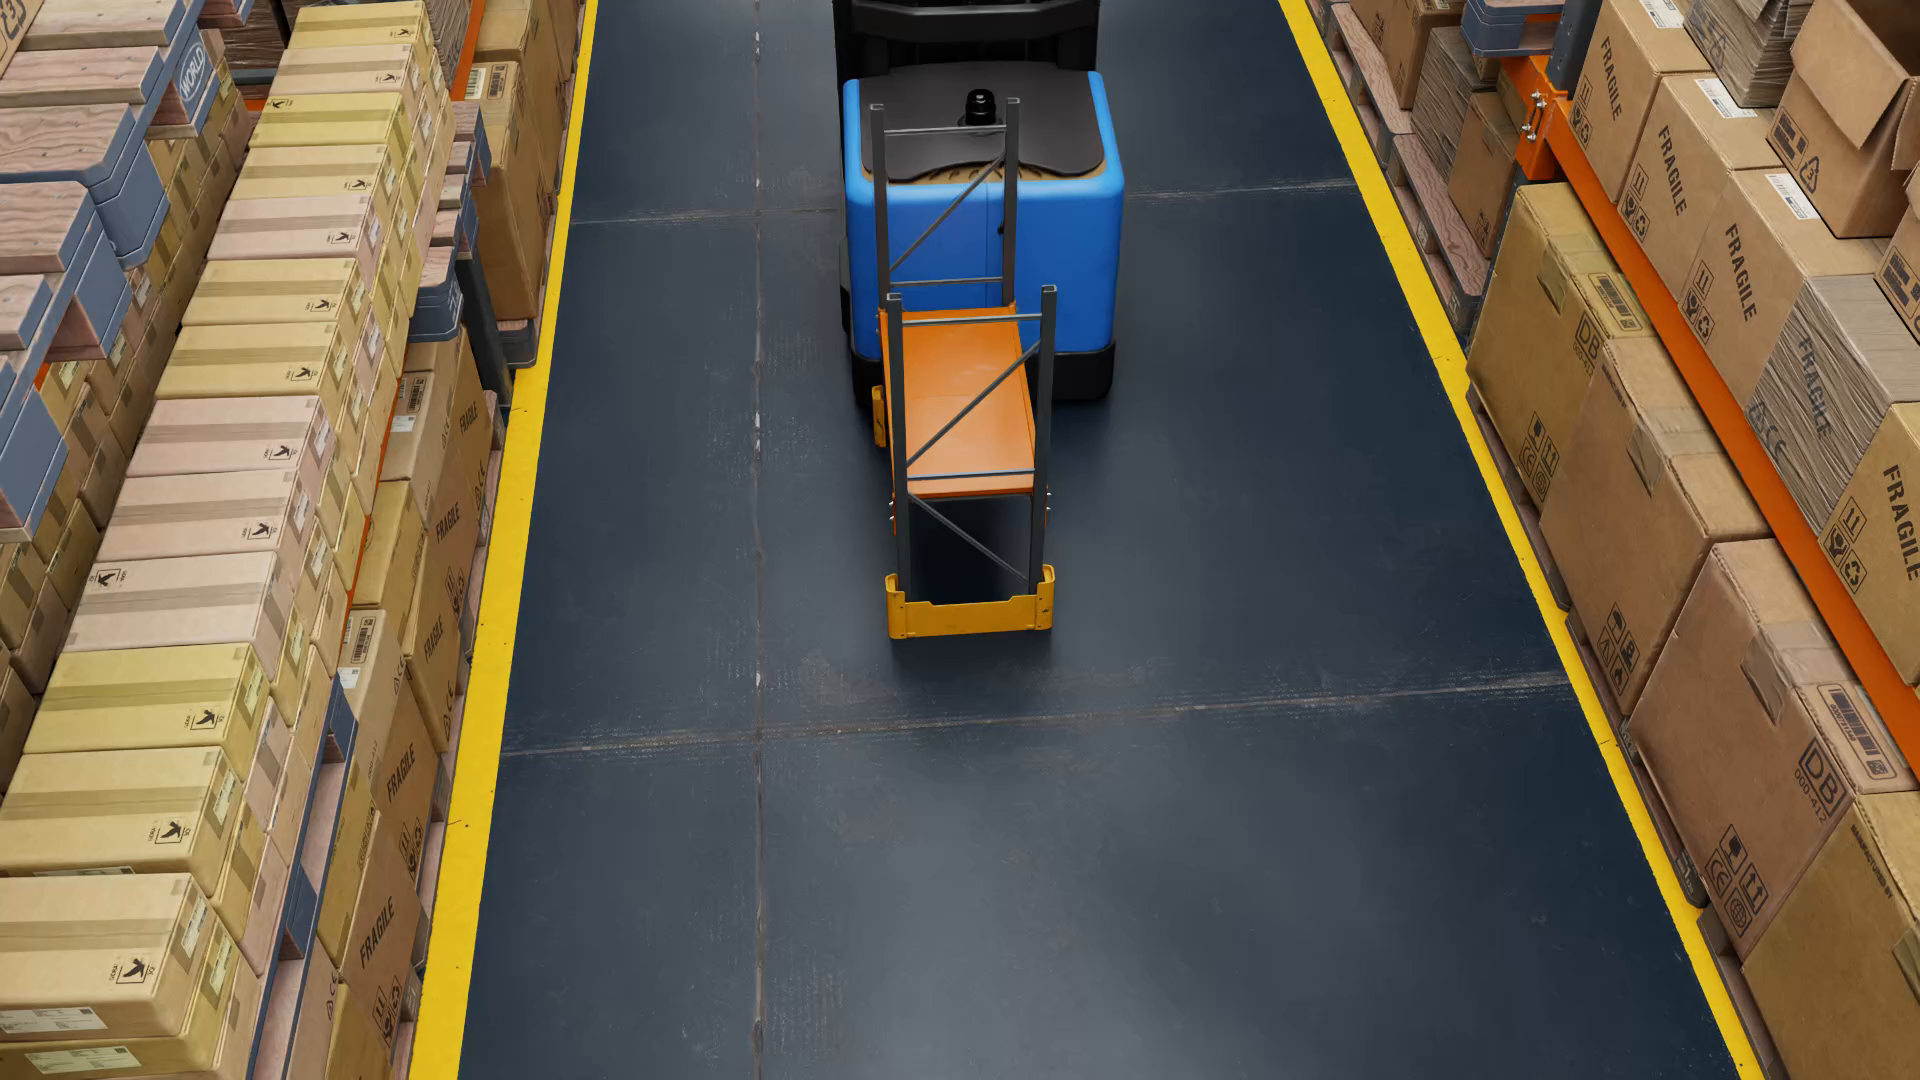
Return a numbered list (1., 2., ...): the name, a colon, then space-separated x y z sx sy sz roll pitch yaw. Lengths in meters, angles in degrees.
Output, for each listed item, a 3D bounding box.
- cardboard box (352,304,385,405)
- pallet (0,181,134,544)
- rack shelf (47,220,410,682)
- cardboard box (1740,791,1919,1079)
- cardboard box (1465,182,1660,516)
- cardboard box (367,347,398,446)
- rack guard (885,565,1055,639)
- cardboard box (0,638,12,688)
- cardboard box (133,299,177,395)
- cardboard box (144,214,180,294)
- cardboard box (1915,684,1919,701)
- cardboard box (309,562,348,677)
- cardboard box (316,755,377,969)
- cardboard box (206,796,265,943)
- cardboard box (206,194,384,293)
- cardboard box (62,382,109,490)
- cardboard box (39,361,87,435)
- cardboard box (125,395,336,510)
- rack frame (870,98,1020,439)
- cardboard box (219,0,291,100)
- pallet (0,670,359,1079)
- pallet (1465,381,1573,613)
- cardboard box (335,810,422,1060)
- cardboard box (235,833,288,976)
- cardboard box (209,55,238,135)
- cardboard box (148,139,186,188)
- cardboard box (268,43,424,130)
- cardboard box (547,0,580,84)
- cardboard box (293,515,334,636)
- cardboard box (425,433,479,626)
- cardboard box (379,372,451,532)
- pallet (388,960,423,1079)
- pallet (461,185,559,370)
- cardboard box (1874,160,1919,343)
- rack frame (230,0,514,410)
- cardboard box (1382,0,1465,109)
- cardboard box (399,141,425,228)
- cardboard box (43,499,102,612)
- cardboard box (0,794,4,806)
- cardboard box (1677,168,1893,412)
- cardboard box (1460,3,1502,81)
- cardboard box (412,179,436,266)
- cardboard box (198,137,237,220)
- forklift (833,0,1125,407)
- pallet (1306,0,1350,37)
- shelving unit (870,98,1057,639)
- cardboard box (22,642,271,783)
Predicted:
1. cardboard box: -1.722 -0.475 4.313 0.380 0.149 0.250 -2 47 -2
2. pallet: -1.938 -0.103 2.345 1.213 0.211 1.003 -3 47 -3
3. rack shelf: -2.160 0.117 4.569 1.077 0.370 4.000 -3 47 -3
4. cardboard box: 2.885 1.213 4.210 1.225 0.875 0.875 -3 47 -3
5. cardboard box: 2.661 -0.719 6.039 1.225 0.875 0.875 -5 47 -5
6. cardboard box: -1.726 -0.378 4.426 0.380 0.149 0.250 -2 47 -2
7. rack guard: 0.035 0.219 5.870 0.587 0.250 0.087 -3 47 -3
8. cardboard box: -2.291 0.313 3.567 0.380 0.149 0.250 -5 47 -5
9. cardboard box: -2.397 -0.523 4.563 0.380 0.149 0.250 -2 47 -2
10. cardboard box: -2.415 -0.804 4.625 0.380 0.149 0.250 -3 47 -3
11. cardboard box: 2.613 0.374 3.761 0.500 0.500 0.500 -2 47 -2
12. cardboard box: -1.655 0.198 3.880 0.380 0.149 0.250 -5 47 -5
13. cardboard box: -1.838 0.838 4.306 0.500 0.250 0.500 -2 47 -2
14. cardboard box: -1.591 0.656 3.242 0.380 0.149 0.250 -4 47 -4
15. cardboard box: -1.748 -0.774 4.391 0.380 0.149 0.250 -3 47 -3
16. cardboard box: -2.351 -0.249 4.099 0.380 0.149 0.250 -2 47 -2
17. cardboard box: -2.353 -0.362 4.001 0.380 0.149 0.250 -4 47 -4
18. cardboard box: -1.676 -0.194 3.842 0.380 0.149 0.250 -2 47 -2
19. rack frame: -0.050 -0.945 6.112 0.500 1.500 0.032 -3 47 -3
20. cardboard box: -2.632 -1.921 5.935 0.500 0.500 0.500 -3 47 -3
21. pallet: -1.911 0.821 3.539 1.003 0.211 1.213 -3 47 -3
22. pallet: 2.615 -0.272 6.362 1.003 0.211 1.213 -3 47 -3
23. cardboard box: -1.836 1.098 4.576 0.500 0.500 0.500 -2 47 -1
24. cardboard box: -1.596 0.745 3.362 0.380 0.149 0.250 -3 47 -3
25. cardboard box: -2.487 -1.376 5.166 0.380 0.149 0.250 -2 47 -2
26. cardboard box: -2.440 -1.122 4.721 0.380 0.149 0.250 -4 47 -4
27. cardboard box: -1.810 -1.331 4.919 0.380 0.149 0.250 -4 47 -4
28. cardboard box: -2.443 -2.701 8.002 1.050 0.750 0.750 -3 47 -3
29. cardboard box: -1.660 0.086 3.781 0.380 0.149 0.250 -2 47 -2
30. cardboard box: -1.972 -0.026 5.641 0.500 0.500 0.500 -2 47 -2
31. cardboard box: -1.955 -0.277 5.362 0.500 0.250 0.500 -3 47 -3
32. pallet: -2.059 1.712 4.483 1.003 0.211 1.213 -3 47 -3
33. pallet: -2.318 -1.194 7.235 1.003 0.211 1.213 -3 47 -3
34. cardboard box: 2.783 -0.699 4.086 0.797 0.503 0.637 -2 47 -2
35. rack frame: -2.327 -1.577 5.678 1.000 3.000 0.127 -3 47 -3
36. cardboard box: 2.434 -2.391 7.868 0.700 0.500 0.500 0 47 0
37. cardboard box: -1.783 -1.025 4.834 0.380 0.149 0.250 -2 47 -2
38. cardboard box: -2.335 0.041 4.029 0.380 0.149 0.250 -2 47 -2
39. cardboard box: -2.264 0.615 3.485 0.380 0.149 0.250 -4 47 -3
40. cardboard box: 2.485 -0.729 4.805 0.500 0.500 0.500 -4 47 -4
41. cardboard box: 2.483 -2.222 7.190 0.500 0.250 0.500 1 47 1
42. cardboard box: -1.787 -0.941 4.959 0.380 0.149 0.250 -3 47 -3
43. cardboard box: -2.468 -1.105 5.115 0.380 0.149 0.250 -1 47 -1
44. forklift: 0.009 -2.605 6.698 1.130 2.935 3.031 -3 47 -2
45. pallet: 2.356 -3.178 9.114 1.003 0.211 1.213 -3 47 -3
46. shelving unit: -0.006 -0.571 5.758 0.587 1.500 1.083 -3 47 -3
47. cardboard box: -1.615 0.354 3.323 0.380 0.149 0.250 -3 47 -3
